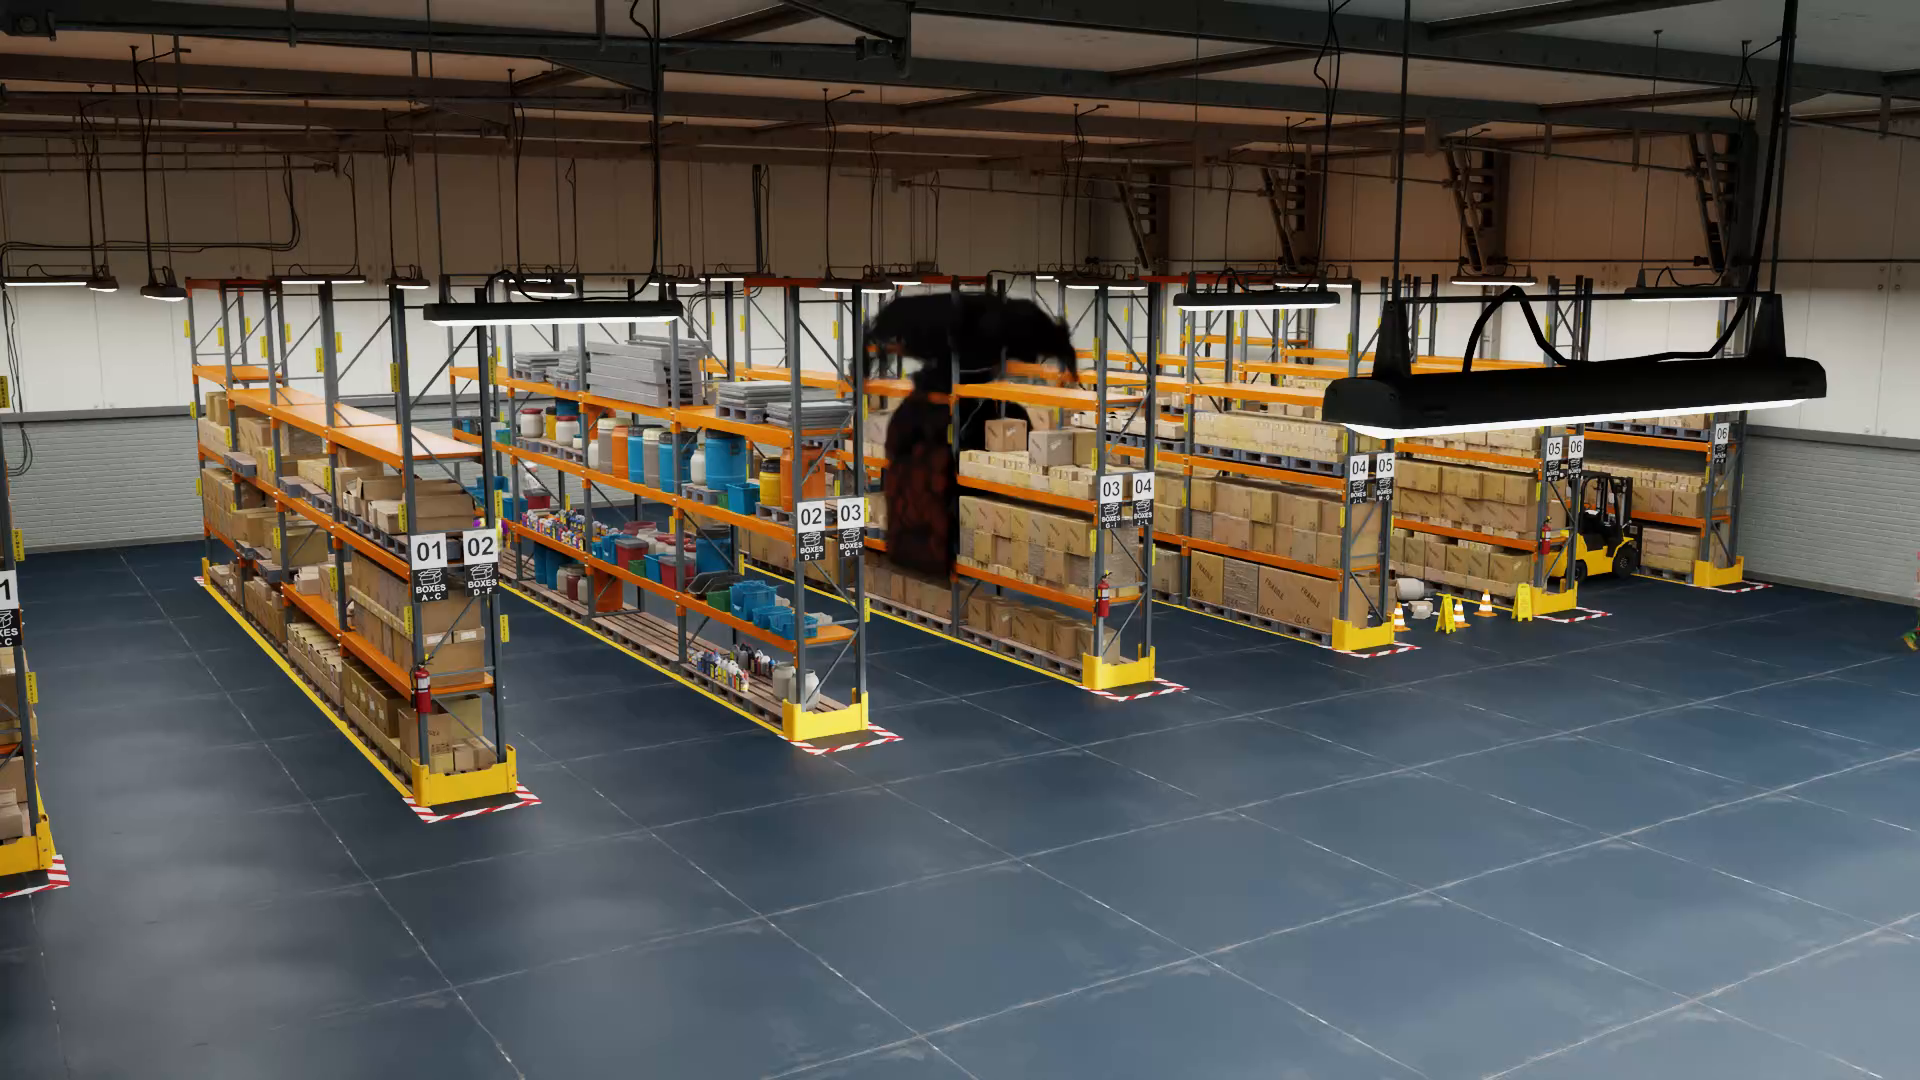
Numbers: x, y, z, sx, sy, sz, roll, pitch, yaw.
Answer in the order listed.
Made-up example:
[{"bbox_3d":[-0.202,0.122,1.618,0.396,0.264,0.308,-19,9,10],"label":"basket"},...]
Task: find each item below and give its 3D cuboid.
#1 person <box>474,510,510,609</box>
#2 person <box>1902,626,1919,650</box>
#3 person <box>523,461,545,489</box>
[{"bbox_3d":[-8.315,0.279,29.549,0.672,1.888,0.746,-8,12,-39],"label":"person"},{"bbox_3d":[15.737,1.009,26.627,1.053,1.779,0.686,6,11,32],"label":"person"},{"bbox_3d":[-9.850,-0.975,38.569,0.522,1.731,0.719,-3,10,-20],"label":"person"}]
